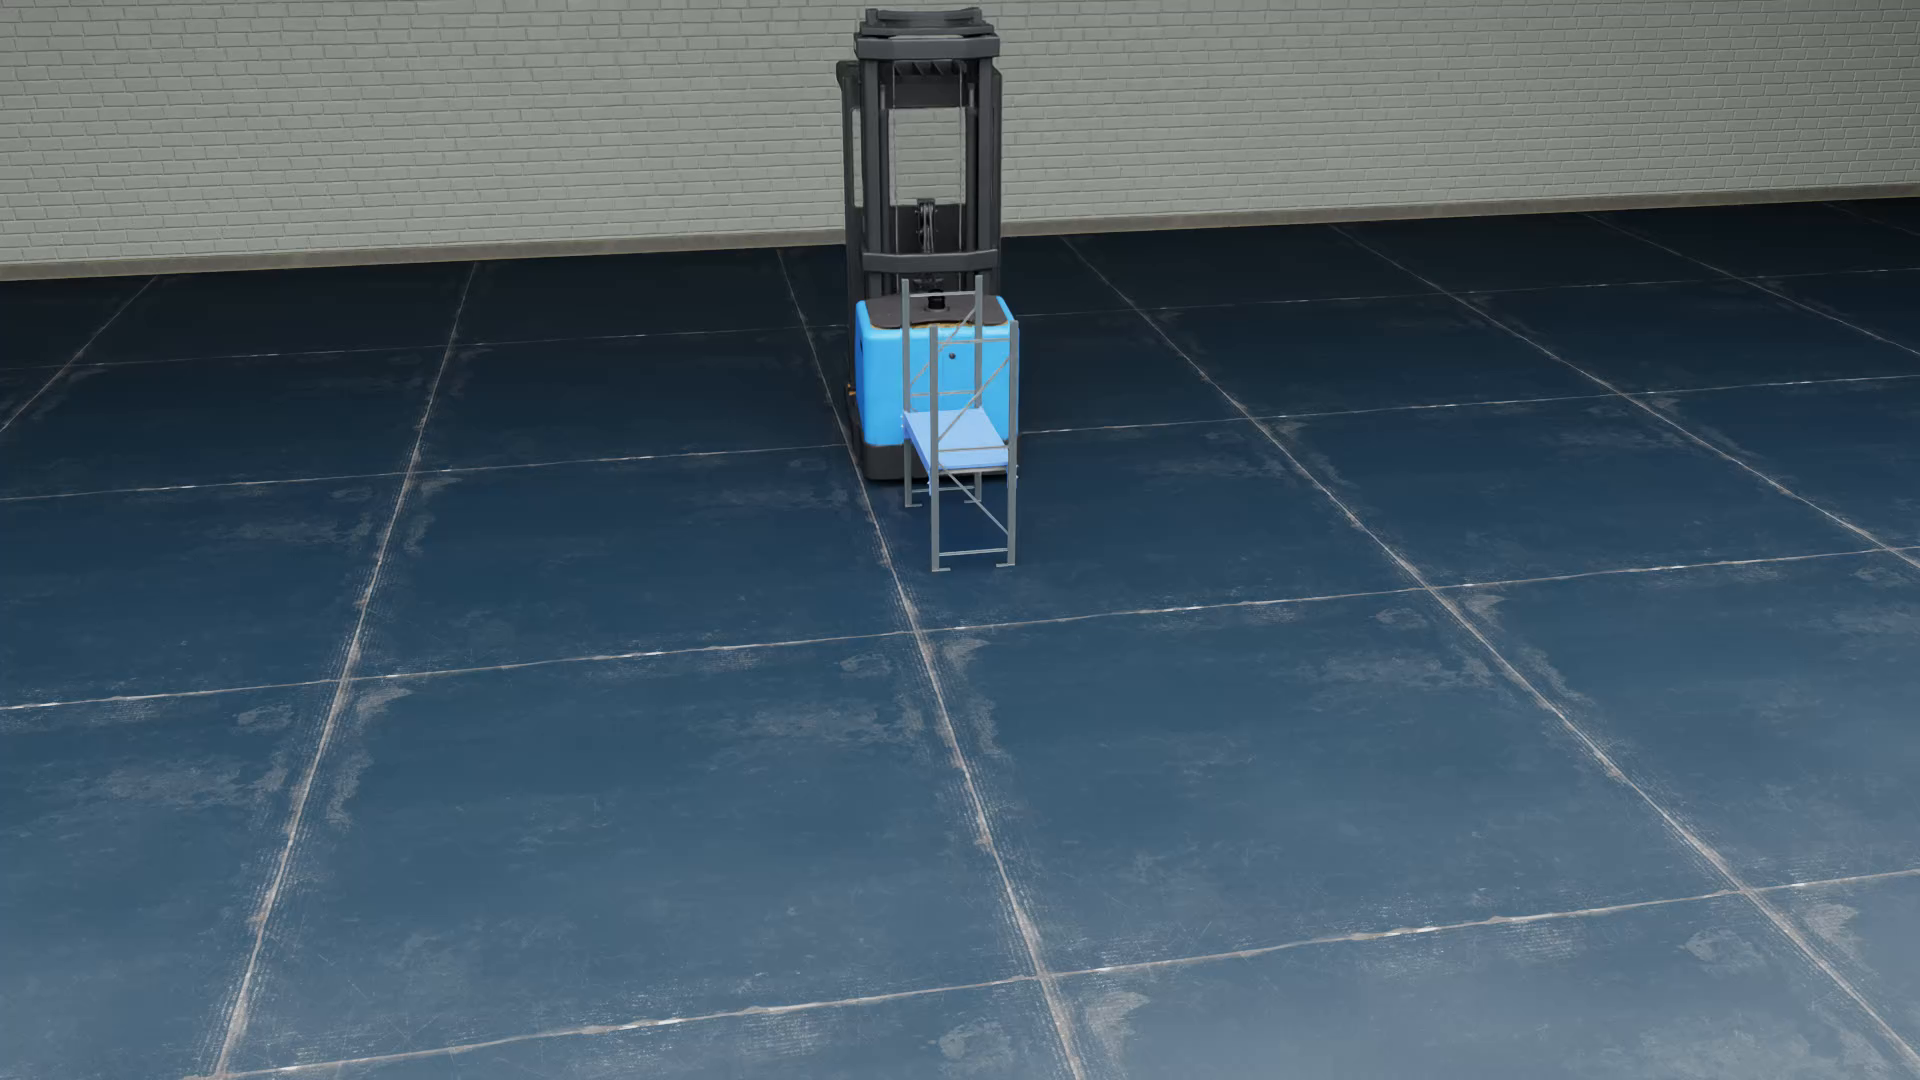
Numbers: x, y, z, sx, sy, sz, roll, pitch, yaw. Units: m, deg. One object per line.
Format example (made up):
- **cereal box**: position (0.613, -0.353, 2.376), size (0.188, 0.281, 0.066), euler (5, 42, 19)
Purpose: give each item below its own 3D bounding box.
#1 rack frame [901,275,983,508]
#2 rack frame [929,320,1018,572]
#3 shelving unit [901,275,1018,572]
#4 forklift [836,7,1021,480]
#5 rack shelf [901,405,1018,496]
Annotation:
- **rack frame**: position (-0.110, -0.921, 10.484), size (0.500, 1.500, 0.032), euler (-4, 24, -10)
- **rack frame**: position (0.078, -0.521, 9.569), size (0.500, 1.500, 0.032), euler (-4, 24, -10)
- **shelving unit**: position (-0.016, -0.721, 10.027), size (0.538, 1.500, 1.048), euler (-4, 24, -10)
- **forklift**: position (-0.288, -2.296, 11.844), size (1.130, 2.935, 3.031), euler (-3, 24, -6)
- **rack shelf**: position (-0.016, -0.556, 10.099), size (0.538, 0.185, 1.000), euler (-4, 24, -10)
